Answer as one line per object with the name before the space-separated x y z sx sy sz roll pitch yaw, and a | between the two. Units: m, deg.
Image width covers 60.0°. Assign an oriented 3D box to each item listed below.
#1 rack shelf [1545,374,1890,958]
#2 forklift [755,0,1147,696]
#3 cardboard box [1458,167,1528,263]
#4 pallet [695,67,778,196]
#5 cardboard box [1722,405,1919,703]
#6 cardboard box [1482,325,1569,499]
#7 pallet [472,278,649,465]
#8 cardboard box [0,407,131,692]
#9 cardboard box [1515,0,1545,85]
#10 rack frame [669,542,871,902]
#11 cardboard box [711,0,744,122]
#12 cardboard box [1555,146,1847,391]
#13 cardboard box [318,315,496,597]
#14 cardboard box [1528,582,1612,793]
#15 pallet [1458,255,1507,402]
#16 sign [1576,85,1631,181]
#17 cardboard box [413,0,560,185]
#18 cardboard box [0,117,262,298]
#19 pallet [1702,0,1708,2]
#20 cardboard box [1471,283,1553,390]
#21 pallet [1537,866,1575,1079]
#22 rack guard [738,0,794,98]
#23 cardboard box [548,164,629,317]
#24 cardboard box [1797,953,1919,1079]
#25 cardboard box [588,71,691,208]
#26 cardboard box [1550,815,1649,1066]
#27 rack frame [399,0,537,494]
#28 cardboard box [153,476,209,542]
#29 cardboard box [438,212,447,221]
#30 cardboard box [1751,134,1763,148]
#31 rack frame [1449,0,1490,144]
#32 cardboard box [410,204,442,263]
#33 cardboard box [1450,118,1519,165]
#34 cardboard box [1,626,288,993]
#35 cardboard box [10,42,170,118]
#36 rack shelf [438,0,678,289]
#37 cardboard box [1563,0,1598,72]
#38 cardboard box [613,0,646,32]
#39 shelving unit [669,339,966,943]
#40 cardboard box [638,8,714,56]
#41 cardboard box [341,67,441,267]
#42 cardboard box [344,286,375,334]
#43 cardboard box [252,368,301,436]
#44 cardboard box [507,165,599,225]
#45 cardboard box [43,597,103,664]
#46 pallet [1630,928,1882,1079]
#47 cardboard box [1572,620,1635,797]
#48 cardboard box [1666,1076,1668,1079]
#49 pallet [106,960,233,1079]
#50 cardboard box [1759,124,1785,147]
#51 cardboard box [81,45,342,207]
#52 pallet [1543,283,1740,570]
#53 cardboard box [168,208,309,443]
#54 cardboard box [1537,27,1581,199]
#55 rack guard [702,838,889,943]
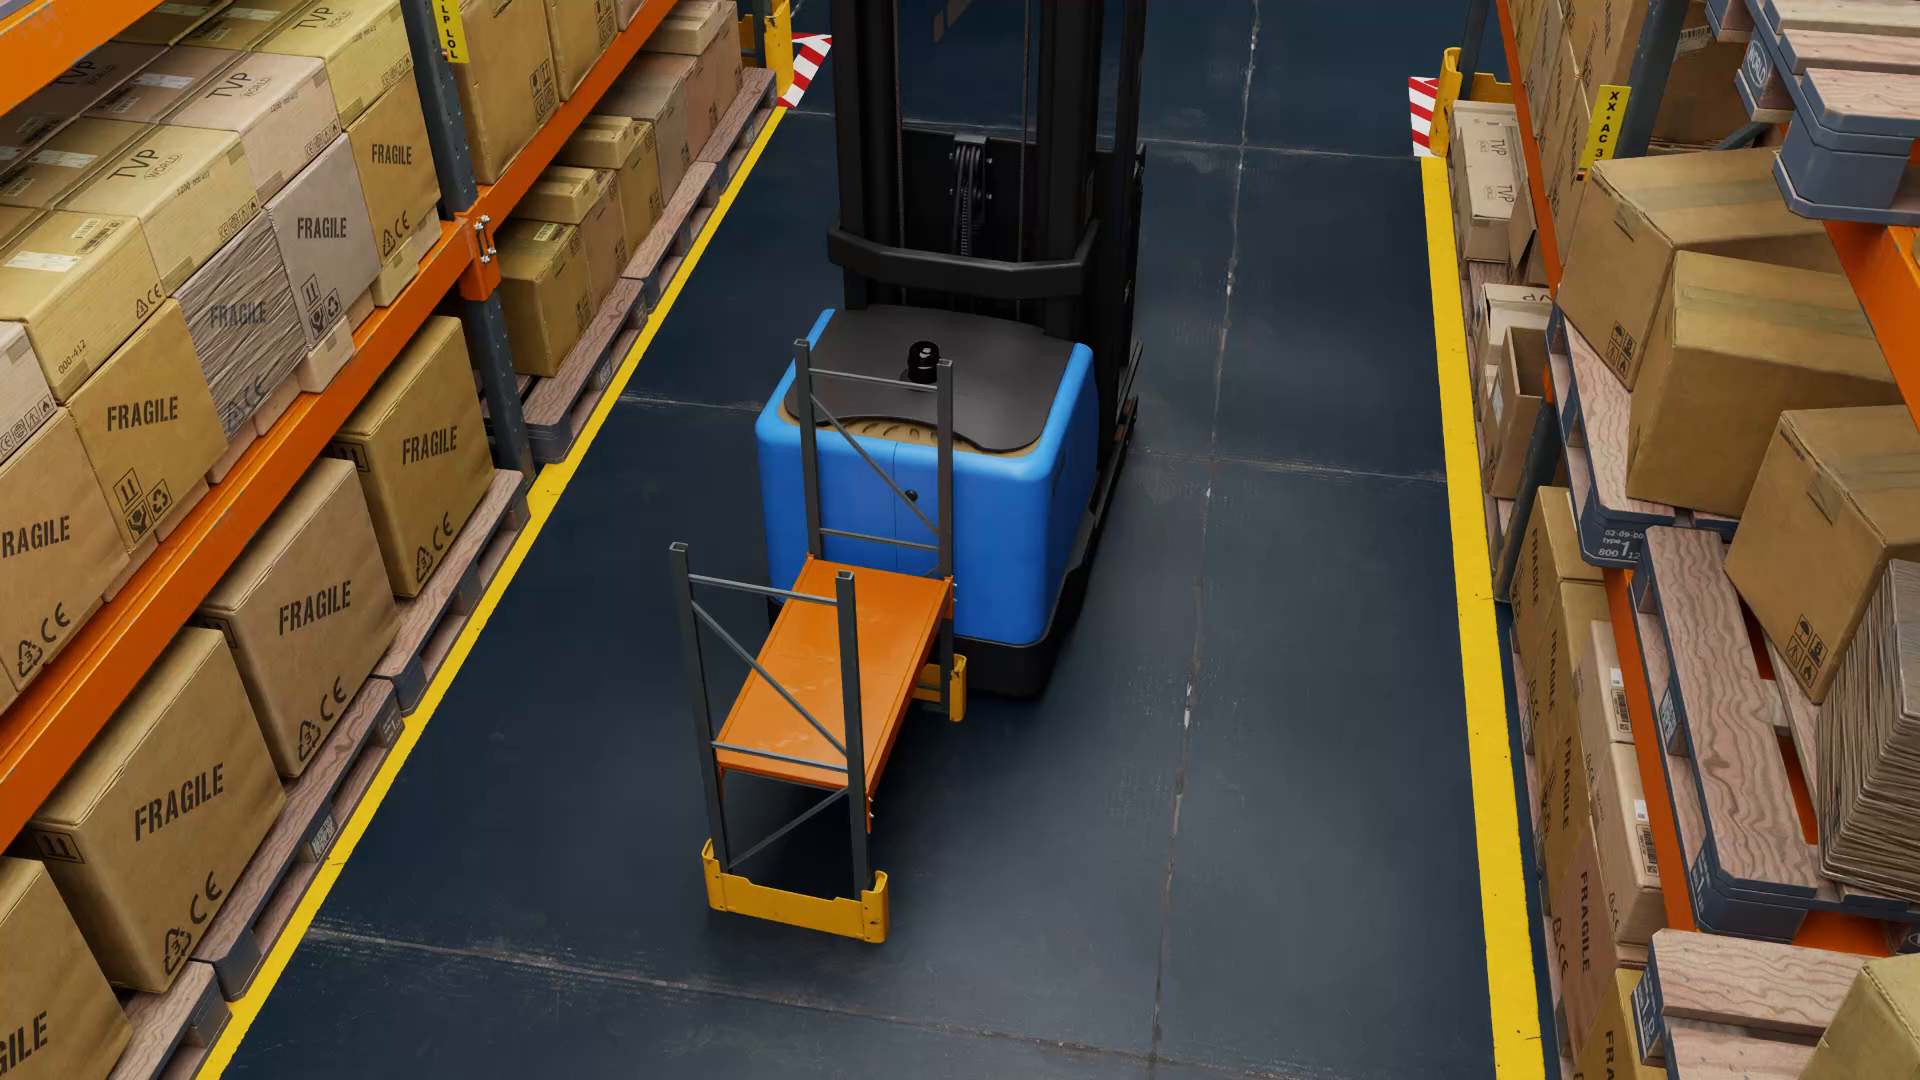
rack shelf | 2.230 0.637 4.190 1.077 0.370 4.000 6 40 8
forklift | 0.157 -1.518 6.286 1.130 2.935 3.031 9 40 11
cardboard box | 2.722 -1.578 8.117 0.500 0.250 0.500 6 40 8
pallet | -1.672 -2.364 9.444 1.003 0.211 1.213 6 40 8
cardboard box | 2.332 0.020 3.964 0.700 0.500 0.500 -3 40 -4
cardboard box | 2.396 -0.490 6.605 0.500 0.500 0.500 6 40 8
pallet | -2.094 -0.833 7.592 1.003 0.211 1.213 6 40 8
cardboard box | -2.472 -0.005 4.075 0.500 0.500 0.500 6 40 7
cardboard box | 2.670 -2.242 7.029 0.500 0.500 0.500 7 40 8
rack frame | -0.519 0.631 4.810 0.500 1.500 0.032 9 40 11
cardboard box | -1.634 -2.698 9.291 0.700 0.500 0.500 6 40 8
cardboard box | 2.274 -0.823 4.983 0.700 0.500 0.500 -6 40 -7
cardboard box | -2.288 -0.350 6.177 0.750 0.750 0.750 7 40 8
cardboard box | 2.171 0.511 5.394 0.500 0.500 0.500 7 40 8
pallet | 2.905 -1.019 7.817 1.003 0.211 1.213 6 40 8
sign | 2.041 -1.284 5.269 0.100 0.325 0.005 6 40 8
cardboard box | -2.193 -1.893 6.451 0.980 0.700 0.700 7 40 8
cardboard box | -2.318 -0.928 4.602 0.500 0.250 0.500 7 40 9
pallet | 2.395 -1.577 4.097 1.213 0.211 1.003 6 40 8
cardboard box | 2.525 -0.888 7.235 0.500 0.311 0.500 6 40 8
pallet | 2.264 1.462 4.816 1.003 0.211 1.213 6 40 8
rack guard | -1.607 -3.001 9.988 1.175 0.500 0.348 6 40 8
cardboard box | -1.983 -1.411 7.734 0.700 0.500 0.500 6 40 7
cardboard box | 1.882 1.007 2.770 0.700 0.500 0.500 -6 40 -7
cardboard box | -1.806 -2.068 8.529 0.700 0.500 0.500 5 40 6
cardboard box | 1.990 1.141 4.632 0.500 0.500 0.500 5 40 6
rack frame | -2.303 -1.439 6.137 1.000 3.000 0.127 6 40 8
cardboard box | -2.403 -0.149 4.757 0.380 0.149 0.250 8 40 9
cardboard box | -2.293 -1.277 7.063 0.380 0.149 0.250 6 40 7
cardboard box | 2.933 -1.224 5.797 0.500 0.500 0.500 7 40 9
rack frame | 3.269 -3.406 8.515 1.000 3.000 0.127 6 40 8
cardboard box | -2.083 -1.107 5.916 0.380 0.149 0.250 7 40 8
cardboard box | 2.814 -2.101 8.816 0.380 0.166 0.250 6 40 8
cardboard box | -2.581 0.742 4.856 0.750 0.750 0.750 6 40 7
cardboard box | -2.723 -1.300 5.052 0.500 0.250 0.500 7 40 8
rack shelf | -1.957 -2.417 7.884 1.077 0.370 4.000 6 40 8
cardboard box | 2.495 -1.987 5.936 0.500 0.500 0.500 6 40 7
cardboard box | -1.945 -2.809 7.558 0.980 0.700 0.700 5 40 6
shelving unit | -0.391 0.312 5.196 0.587 1.500 1.083 9 40 11
cardboard box | -1.520 -2.686 8.768 0.380 0.149 0.250 7 40 9
cardboard box | -2.135 -1.282 5.620 0.500 0.500 0.500 6 40 7
cardboard box | -2.192 -0.788 5.531 0.380 0.149 0.250 8 40 9
cardboard box | -2.288 -0.470 5.146 0.380 0.149 0.250 6 40 8
cardboard box | -1.834 -1.540 7.382 0.380 0.149 0.250 8 40 9
cardboard box | -2.515 0.169 4.373 0.380 0.149 0.250 7 40 8
pallet | 1.932 1.256 3.027 1.213 0.211 1.003 6 40 8
cardboard box | 2.080 0.514 4.802 0.500 0.250 0.500 6 40 8
cardboard box | 1.821 1.471 3.644 0.500 0.250 0.500 8 40 9
pallet | -2.785 1.659 4.577 1.003 0.211 1.213 6 40 8
cardboard box | 2.935 -1.584 5.448 0.500 0.500 0.500 7 40 9
cardboard box | -2.230 -1.248 4.989 0.500 0.250 0.500 7 40 9
pallet | 2.331 -0.332 4.948 1.003 0.211 1.213 6 40 8
cardboard box | -2.309 -0.647 4.851 0.500 0.500 0.500 6 40 8
cardboard box | 2.498 -1.599 6.252 0.500 0.500 0.500 7 40 9
rack guard | -0.514 1.101 5.222 0.587 0.250 0.087 9 40 11
